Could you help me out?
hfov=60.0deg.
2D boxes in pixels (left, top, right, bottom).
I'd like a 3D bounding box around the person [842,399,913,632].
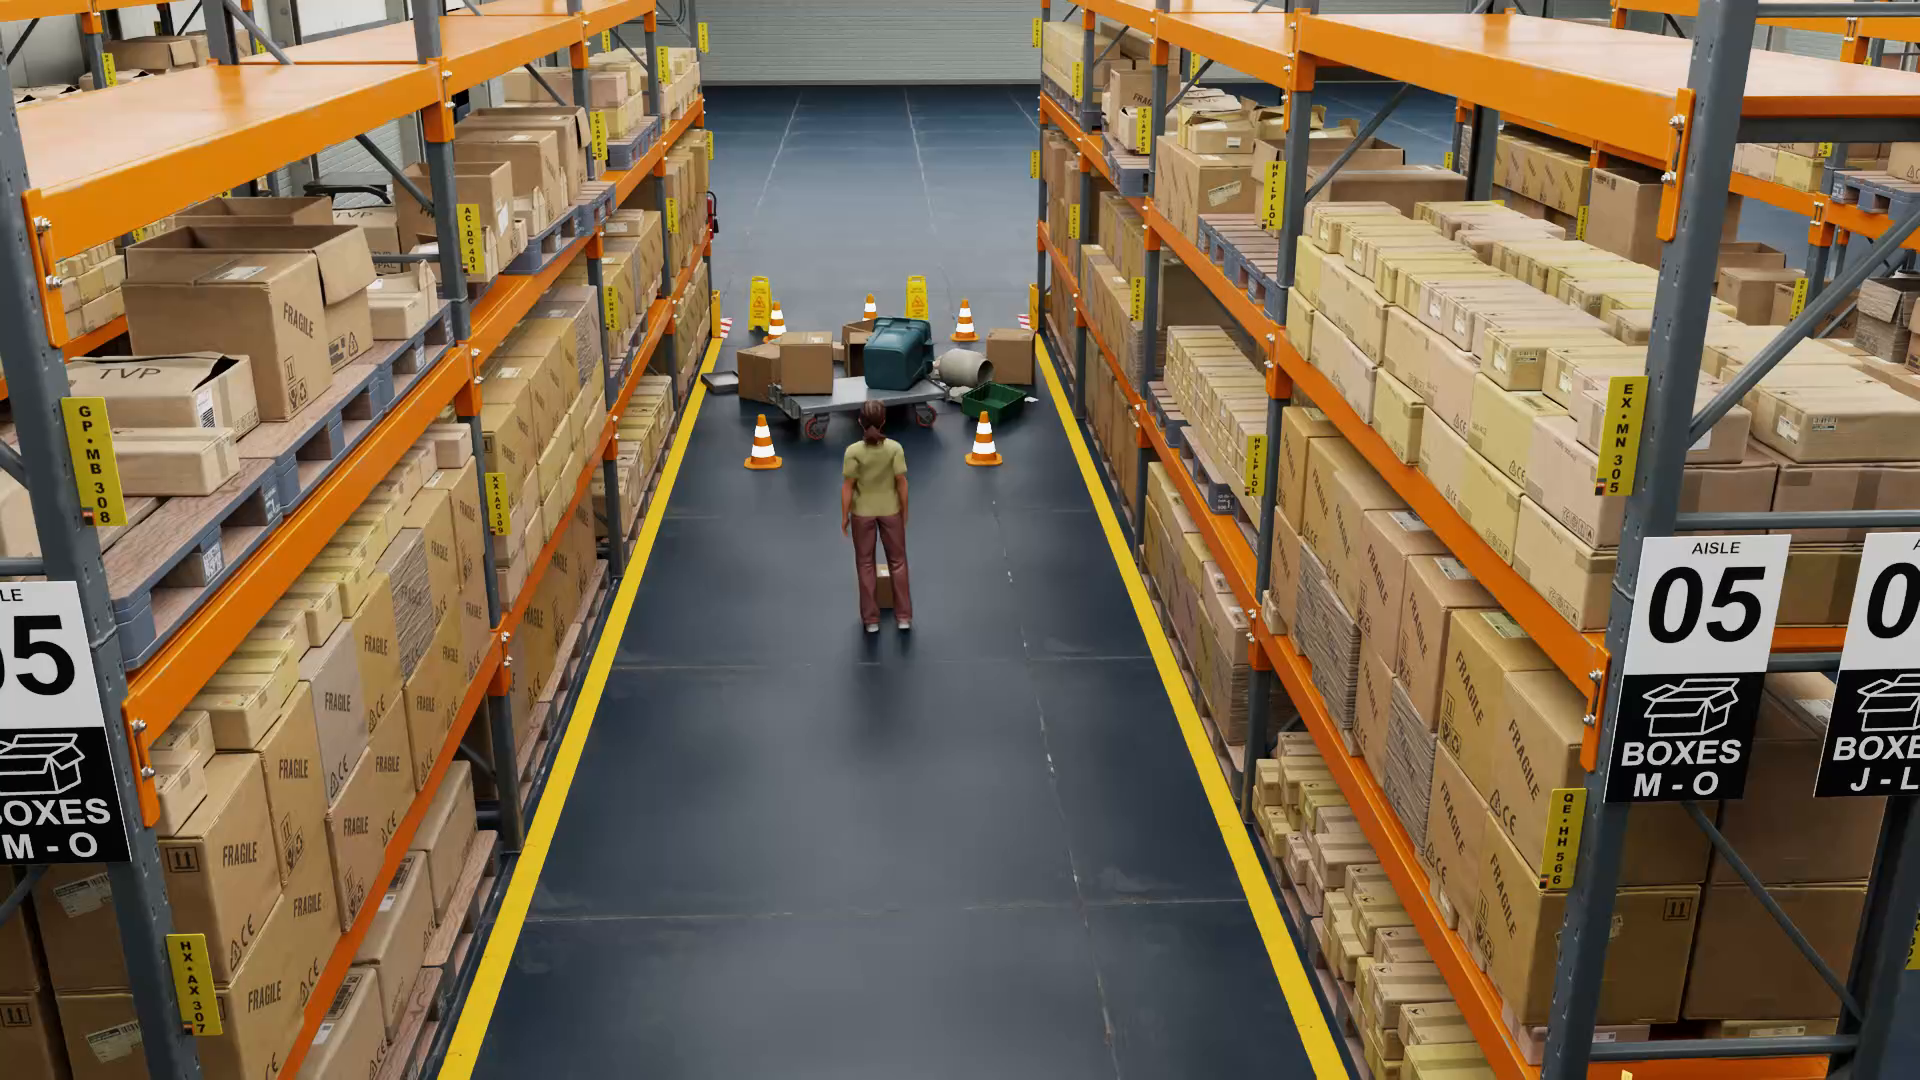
[{"bbox_3d":[-0.578,-0.164,11.504,0.485,1.682,0.412,-3,21,-8],"label":"person"}]
